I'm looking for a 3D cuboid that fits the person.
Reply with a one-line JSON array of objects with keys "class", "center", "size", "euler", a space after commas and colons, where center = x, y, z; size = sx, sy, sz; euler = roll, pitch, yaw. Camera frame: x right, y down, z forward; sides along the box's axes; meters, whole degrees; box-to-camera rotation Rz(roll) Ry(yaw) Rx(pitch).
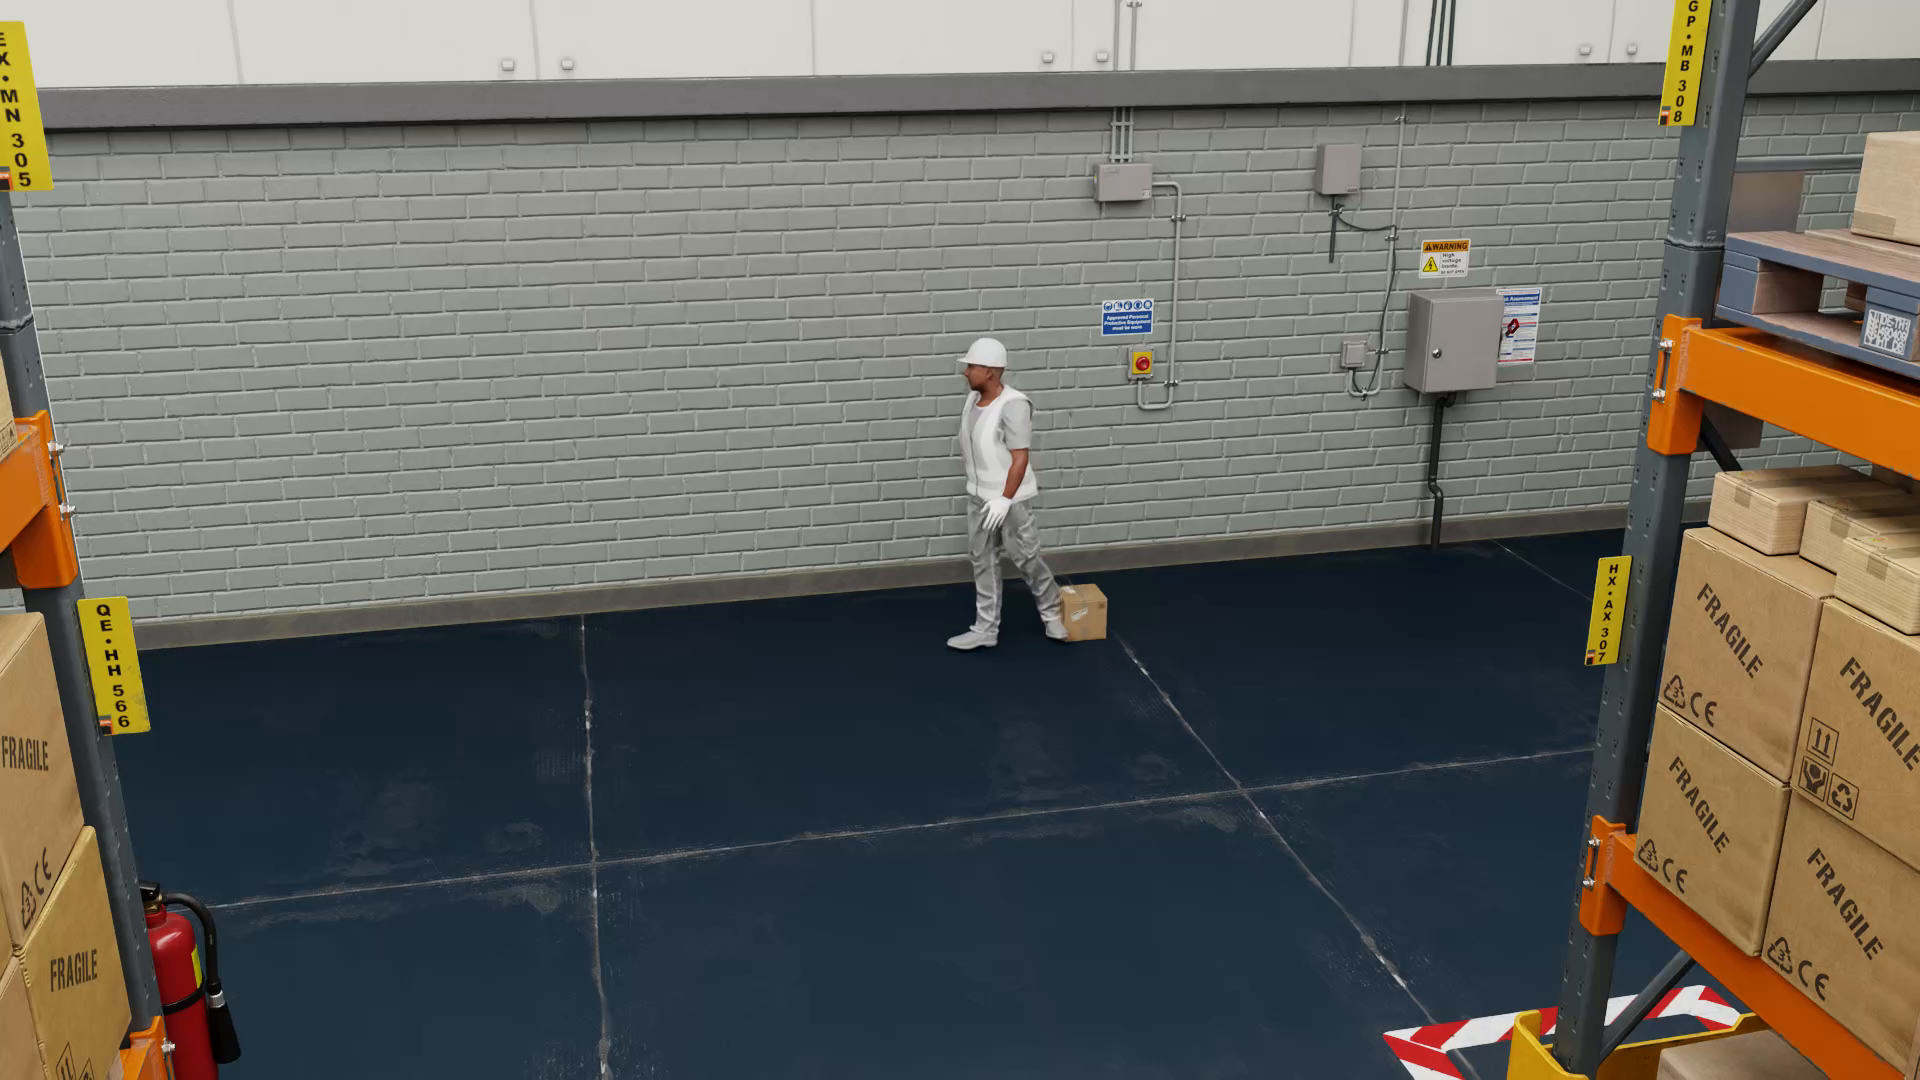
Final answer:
[{"class": "person", "center": [0.264, -0.252, 9.258], "size": [0.701, 1.784, 0.571], "euler": [-13, 23, -32]}]
